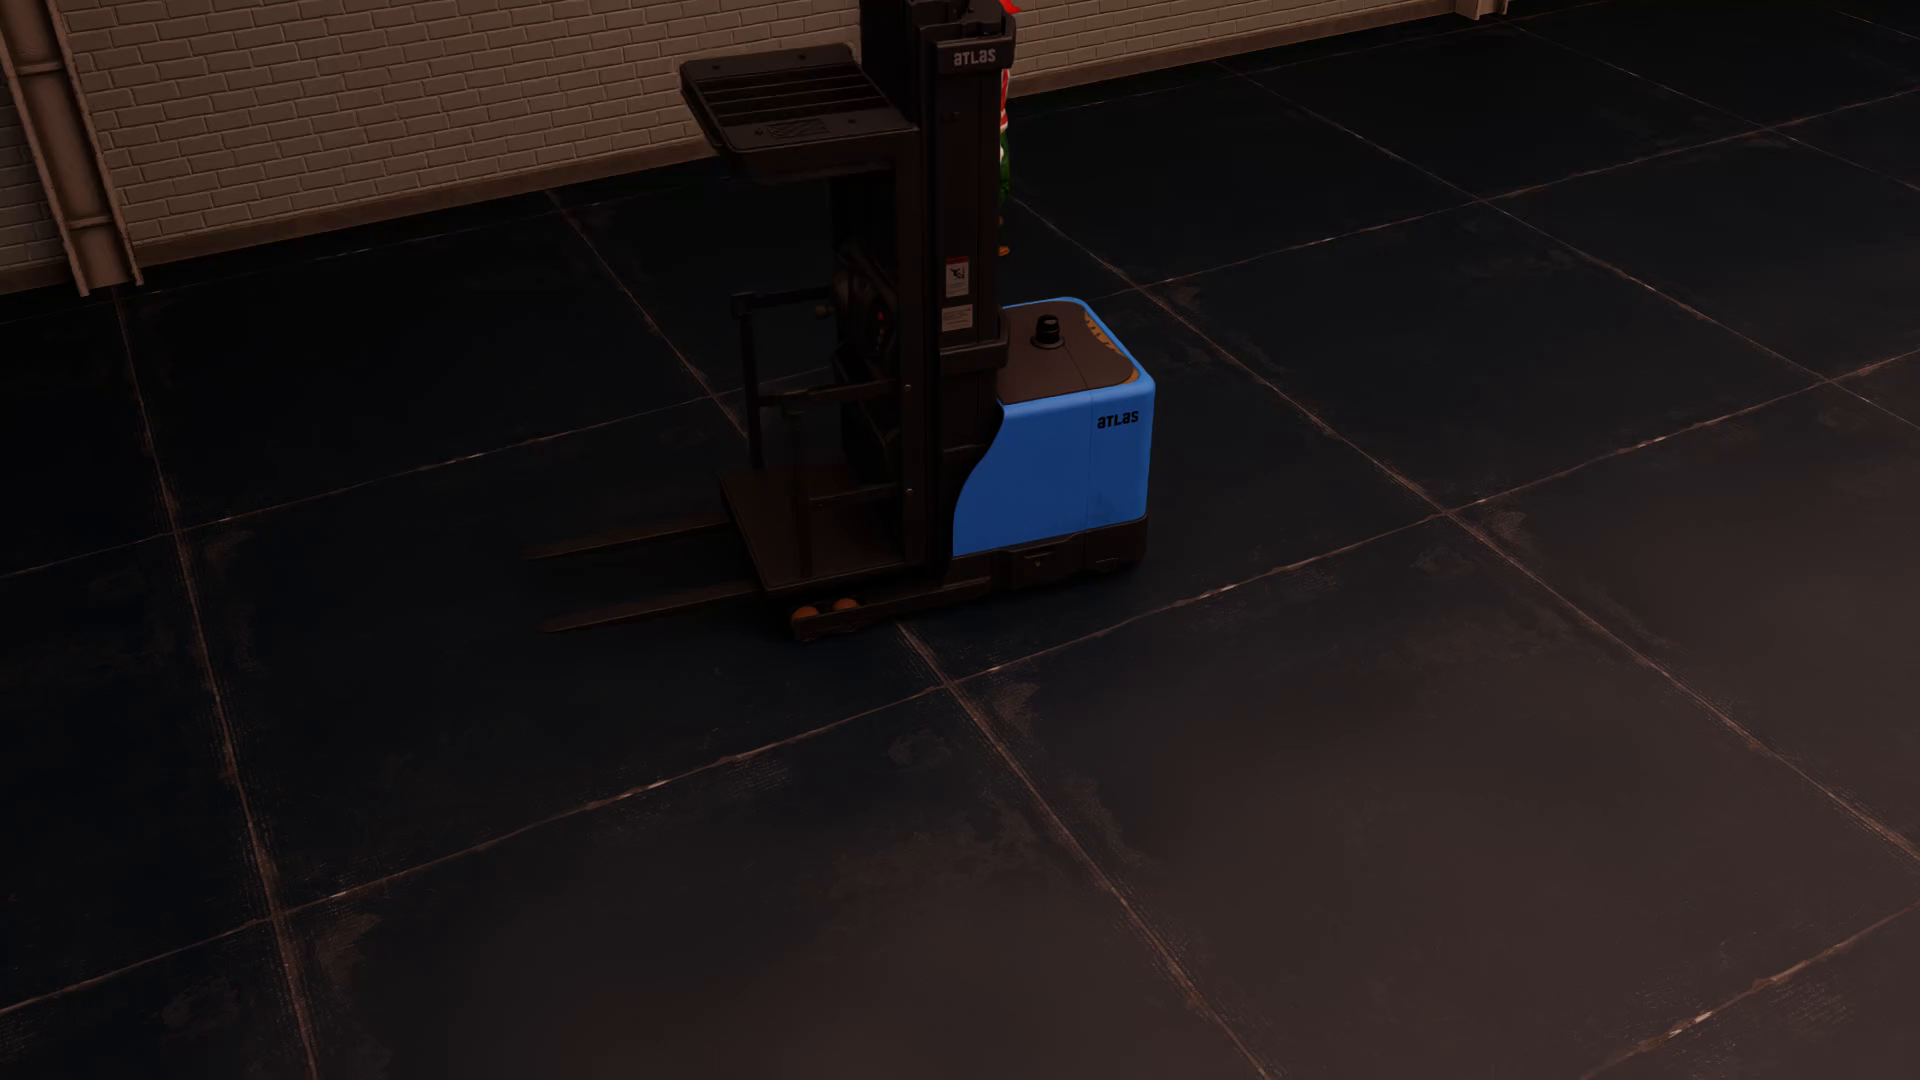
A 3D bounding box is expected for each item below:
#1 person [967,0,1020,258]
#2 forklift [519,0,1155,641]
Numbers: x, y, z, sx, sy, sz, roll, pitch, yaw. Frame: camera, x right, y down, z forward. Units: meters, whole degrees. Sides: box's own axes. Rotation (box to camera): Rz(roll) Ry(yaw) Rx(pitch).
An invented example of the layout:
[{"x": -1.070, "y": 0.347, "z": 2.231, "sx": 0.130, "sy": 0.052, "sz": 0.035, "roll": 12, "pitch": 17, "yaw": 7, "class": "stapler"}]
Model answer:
[{"x": 0.191, "y": -2.748, "z": 11.027, "sx": 0.411, "sy": 1.760, "sz": 0.794, "roll": -9, "pitch": 36, "yaw": -12, "class": "person"}, {"x": -0.630, "y": -1.055, "z": 7.615, "sx": 3.031, "sy": 2.935, "sz": 1.130, "roll": -11, "pitch": 37, "yaw": -15, "class": "forklift"}]
